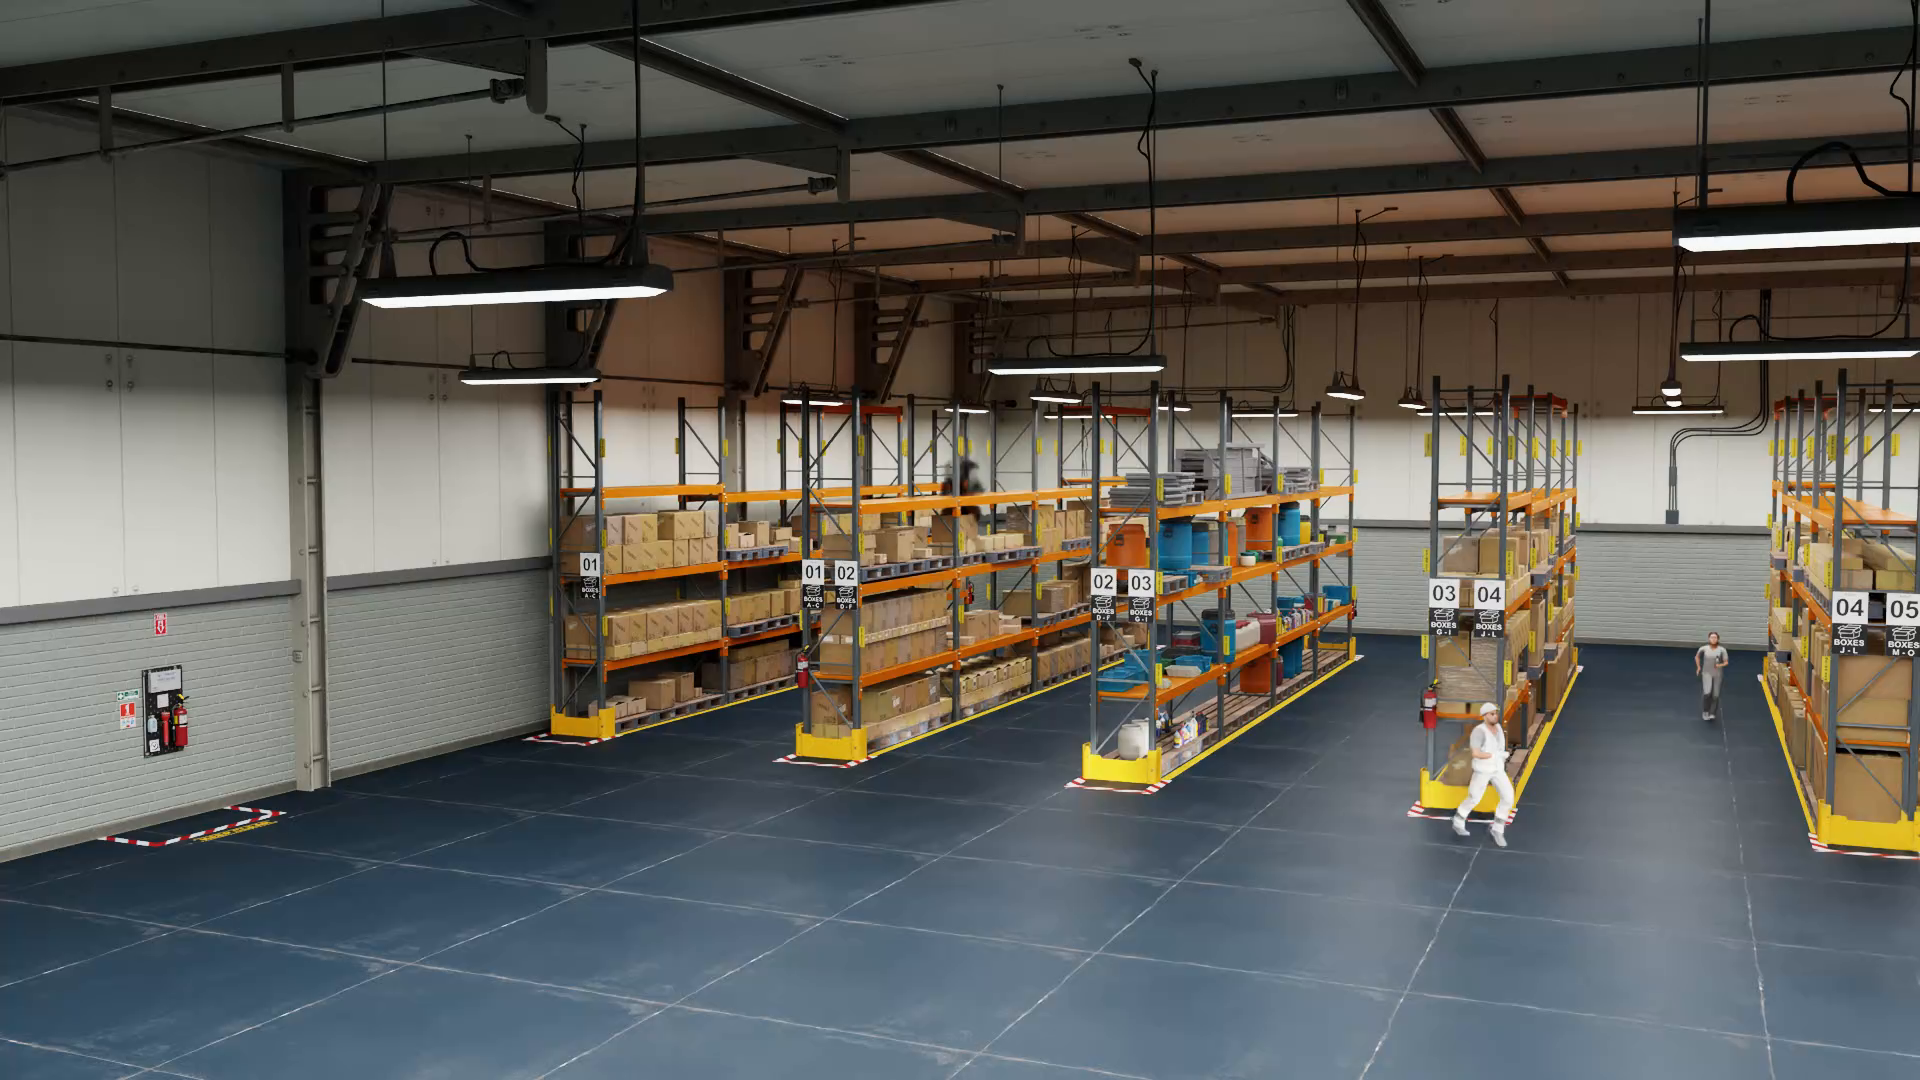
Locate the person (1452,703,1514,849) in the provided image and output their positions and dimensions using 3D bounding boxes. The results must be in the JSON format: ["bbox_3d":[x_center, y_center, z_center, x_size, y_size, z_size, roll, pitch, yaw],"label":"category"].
[{"bbox_3d":[6.663,2.948,21.005,0.676,1.819,0.906,-1,3,-25],"label":"person"}]

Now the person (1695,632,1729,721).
[{"bbox_3d":[13.702,2.493,30.300,0.545,1.631,0.641,1,3,20],"label":"person"}]
